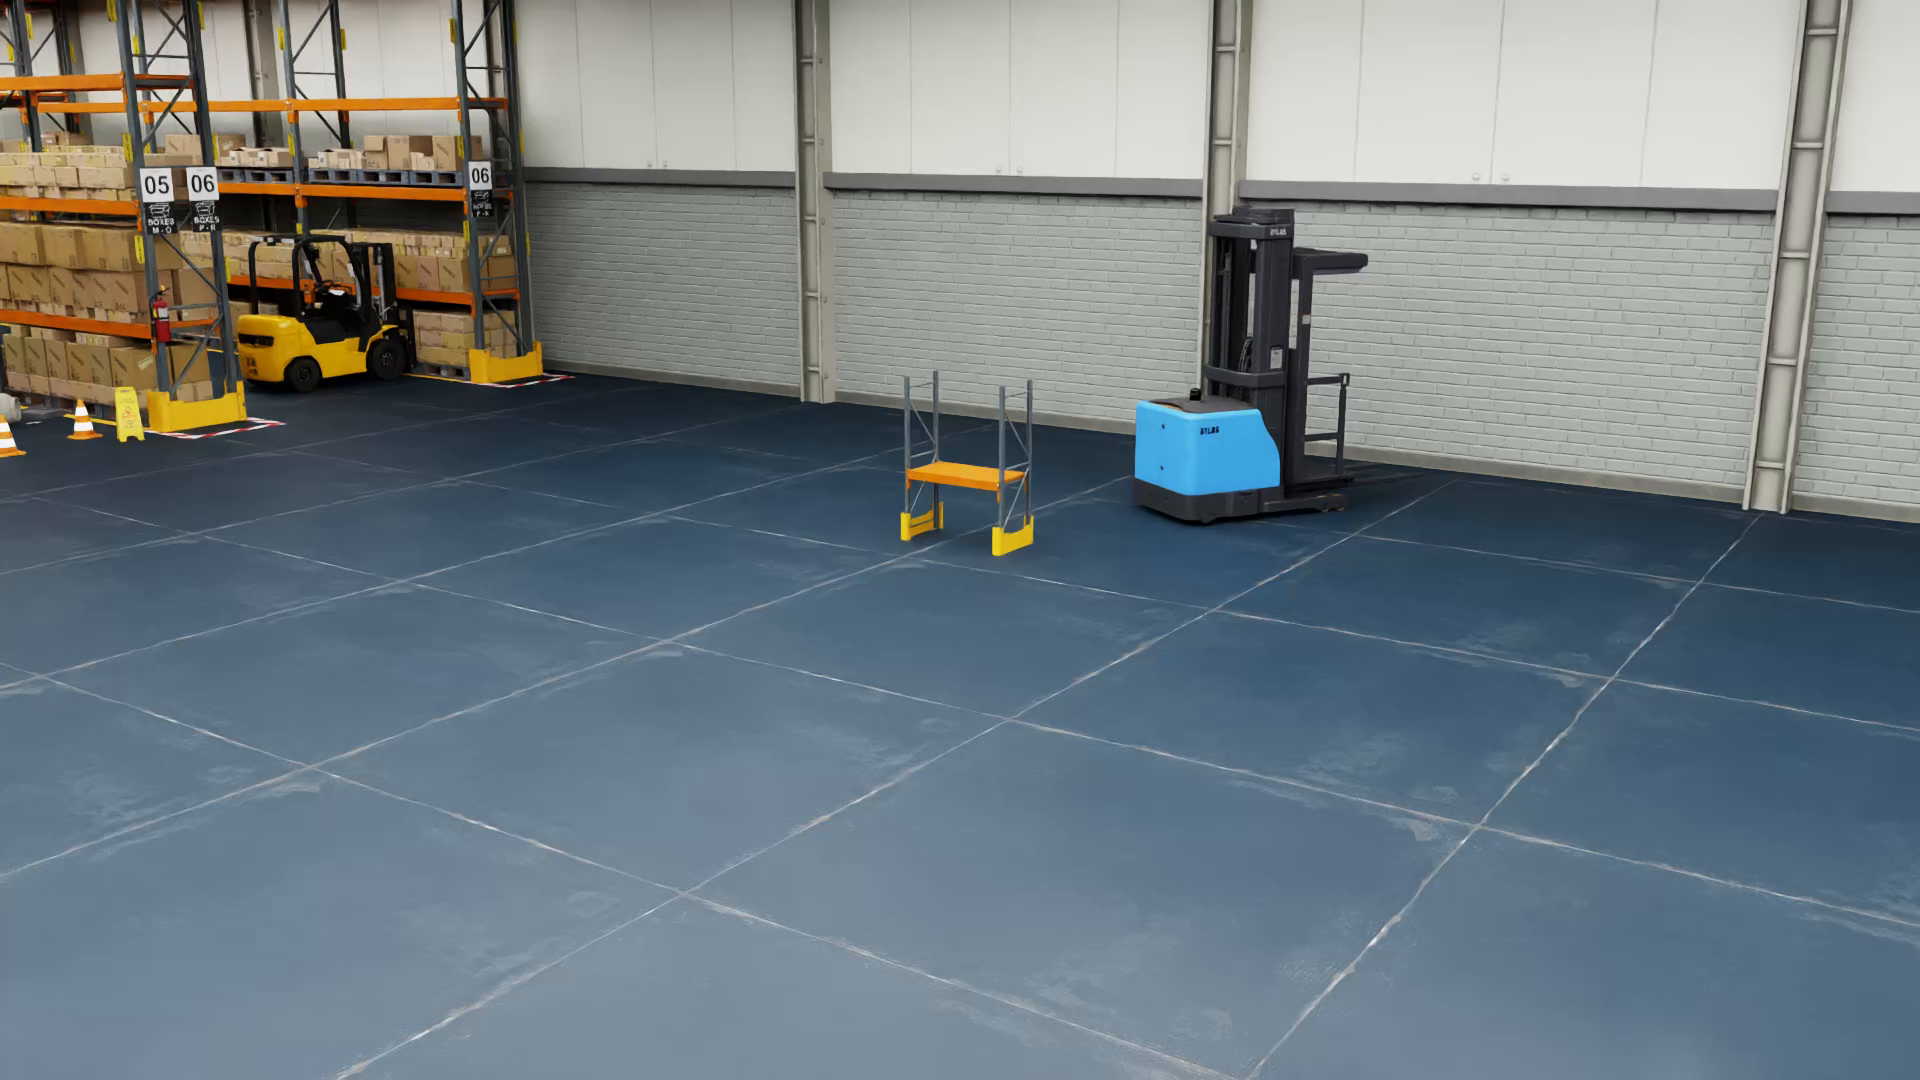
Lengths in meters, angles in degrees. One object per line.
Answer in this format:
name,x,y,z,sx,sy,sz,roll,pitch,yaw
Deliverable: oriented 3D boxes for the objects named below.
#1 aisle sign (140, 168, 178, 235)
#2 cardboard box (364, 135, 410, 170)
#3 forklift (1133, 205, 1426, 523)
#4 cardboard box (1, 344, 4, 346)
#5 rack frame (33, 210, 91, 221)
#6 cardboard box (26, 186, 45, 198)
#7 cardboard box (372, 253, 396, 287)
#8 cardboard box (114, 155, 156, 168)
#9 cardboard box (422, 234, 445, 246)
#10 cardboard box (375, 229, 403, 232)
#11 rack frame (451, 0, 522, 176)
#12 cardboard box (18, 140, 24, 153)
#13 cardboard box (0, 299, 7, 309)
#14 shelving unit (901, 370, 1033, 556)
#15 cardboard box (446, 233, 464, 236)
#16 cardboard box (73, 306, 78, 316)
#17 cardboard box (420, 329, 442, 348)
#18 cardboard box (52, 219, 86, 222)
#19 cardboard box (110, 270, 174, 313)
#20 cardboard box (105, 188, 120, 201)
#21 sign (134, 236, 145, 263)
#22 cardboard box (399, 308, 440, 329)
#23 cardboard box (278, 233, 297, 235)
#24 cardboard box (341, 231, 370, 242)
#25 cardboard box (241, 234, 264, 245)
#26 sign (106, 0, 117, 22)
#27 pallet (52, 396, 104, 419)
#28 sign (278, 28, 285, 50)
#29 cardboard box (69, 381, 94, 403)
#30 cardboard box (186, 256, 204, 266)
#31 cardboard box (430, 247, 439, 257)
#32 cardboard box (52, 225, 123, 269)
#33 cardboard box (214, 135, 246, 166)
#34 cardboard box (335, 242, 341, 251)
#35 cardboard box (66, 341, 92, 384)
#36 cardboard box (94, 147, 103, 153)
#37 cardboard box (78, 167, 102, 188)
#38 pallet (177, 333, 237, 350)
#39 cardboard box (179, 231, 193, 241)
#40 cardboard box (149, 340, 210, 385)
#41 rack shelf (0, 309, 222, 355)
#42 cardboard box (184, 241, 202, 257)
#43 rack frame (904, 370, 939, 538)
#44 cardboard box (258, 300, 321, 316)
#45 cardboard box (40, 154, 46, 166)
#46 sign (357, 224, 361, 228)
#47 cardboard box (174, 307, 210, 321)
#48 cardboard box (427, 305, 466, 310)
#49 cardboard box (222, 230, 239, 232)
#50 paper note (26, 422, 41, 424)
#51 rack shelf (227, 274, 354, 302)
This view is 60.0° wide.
aisle sign,-9.738,-4.112,20.210,0.004,0.787,0.394,9,17,33
cardboard box,-8.621,-5.919,25.381,0.637,0.503,0.797,10,17,35
forklift,3.274,-1.800,16.421,3.031,2.935,1.130,-7,15,-25
cardboard box,-14.559,-2.640,24.266,0.625,0.372,0.950,10,17,35
rack frame,-16.817,-5.516,31.290,0.127,3.000,1.000,9,17,33
cardboard box,-11.804,-4.506,21.490,0.250,0.149,0.380,9,16,32
cardboard box,-8.689,-4.174,25.662,0.500,0.500,0.500,9,17,33
cardboard box,-10.073,-4.624,20.308,0.250,0.149,0.380,9,17,33
cardboard box,-7.894,-4.525,25.111,0.250,0.149,0.380,9,17,33
cardboard box,-9.091,-4.872,26.514,0.250,0.149,0.380,9,16,32
rack frame,-6.860,-6.819,24.068,0.127,3.000,1.000,9,17,33
cardboard box,-17.370,-7.306,30.931,0.500,0.250,0.500,9,17,33
cardboard box,-12.864,-3.225,22.557,0.250,0.149,0.380,9,17,33
shelving unit,0.063,-0.718,15.028,1.083,1.500,0.587,9,17,33
cardboard box,-7.642,-4.613,25.464,0.250,0.149,0.380,9,17,33
cardboard box,-11.314,-3.011,21.693,0.250,0.149,0.380,9,17,33
cardboard box,-7.848,-3.091,25.301,0.500,0.250,0.500,9,17,32
cardboard box,-16.541,-5.659,30.785,0.500,0.500,0.700,10,17,34
cardboard box,-10.231,-3.127,20.813,0.500,0.500,0.500,9,16,32
cardboard box,-10.304,-4.269,20.535,0.250,0.149,0.380,9,17,33
sign,-9.954,-3.524,20.176,0.005,0.325,0.100,9,17,33
cardboard box,-8.267,-3.394,25.484,0.500,0.250,0.500,9,17,34
cardboard box,-11.167,-5.045,27.830,0.250,0.149,0.380,9,17,33
cardboard box,-9.440,-4.744,25.997,0.250,0.149,0.380,10,17,34
cardboard box,-11.663,-4.974,27.541,0.250,0.149,0.380,9,17,33
sign,-9.954,-6.251,19.501,0.005,0.325,0.100,9,17,33
pallet,-11.353,-1.853,22.295,1.213,0.211,1.003,9,17,33
sign,-10.472,-7.737,25.670,0.005,0.325,0.100,9,17,33
cardboard box,-11.311,-1.980,21.856,0.500,0.250,0.500,8,16,31
cardboard box,-12.852,-4.730,28.427,0.500,0.250,0.500,9,16,32
cardboard box,-7.714,-4.336,24.966,0.250,0.149,0.380,10,17,34
cardboard box,-11.069,-3.737,21.196,0.500,0.500,0.700,9,16,32
cardboard box,-12.189,-6.454,27.548,0.500,0.500,0.500,10,17,34
cardboard box,-9.614,-4.647,26.224,0.250,0.149,0.380,9,17,33
cardboard box,-11.287,-2.343,21.762,0.500,0.500,0.500,9,16,32
cardboard box,-15.025,-6.862,29.348,0.250,0.149,0.380,9,17,33
cardboard box,-10.611,-4.529,20.756,0.500,0.250,0.500,9,16,32
pallet,-12.837,-3.508,28.981,1.213,0.211,1.003,9,17,33
cardboard box,-13.176,-5.206,28.480,0.250,0.149,0.380,10,17,34
cardboard box,-10.162,-2.316,21.651,0.500,0.500,0.500,9,16,31
rack shelf,-11.287,-2.835,21.959,4.000,0.370,1.077,9,17,33
cardboard box,-12.852,-4.974,28.372,0.500,0.250,0.500,10,17,35
rack frame,-0.351,-0.785,15.299,0.032,1.500,0.500,9,17,33
cardboard box,-11.258,-3.668,27.891,0.625,0.625,0.875,9,17,32
cardboard box,-11.531,-4.875,21.321,0.250,0.149,0.380,10,17,34
sign,-9.871,-5.013,27.290,0.005,0.325,0.100,9,17,33
cardboard box,-9.793,-2.881,21.170,0.250,0.149,0.380,9,17,33
cardboard box,-7.979,-3.499,25.909,0.500,0.250,0.500,9,17,32
cardboard box,-12.655,-5.280,28.779,0.250,0.149,0.380,9,17,33
paper note,-11.846,-1.505,21.267,0.148,0.019,0.142,3,14,14
rack shelf,-11.839,-4.362,28.126,4.000,0.370,1.077,9,17,33
